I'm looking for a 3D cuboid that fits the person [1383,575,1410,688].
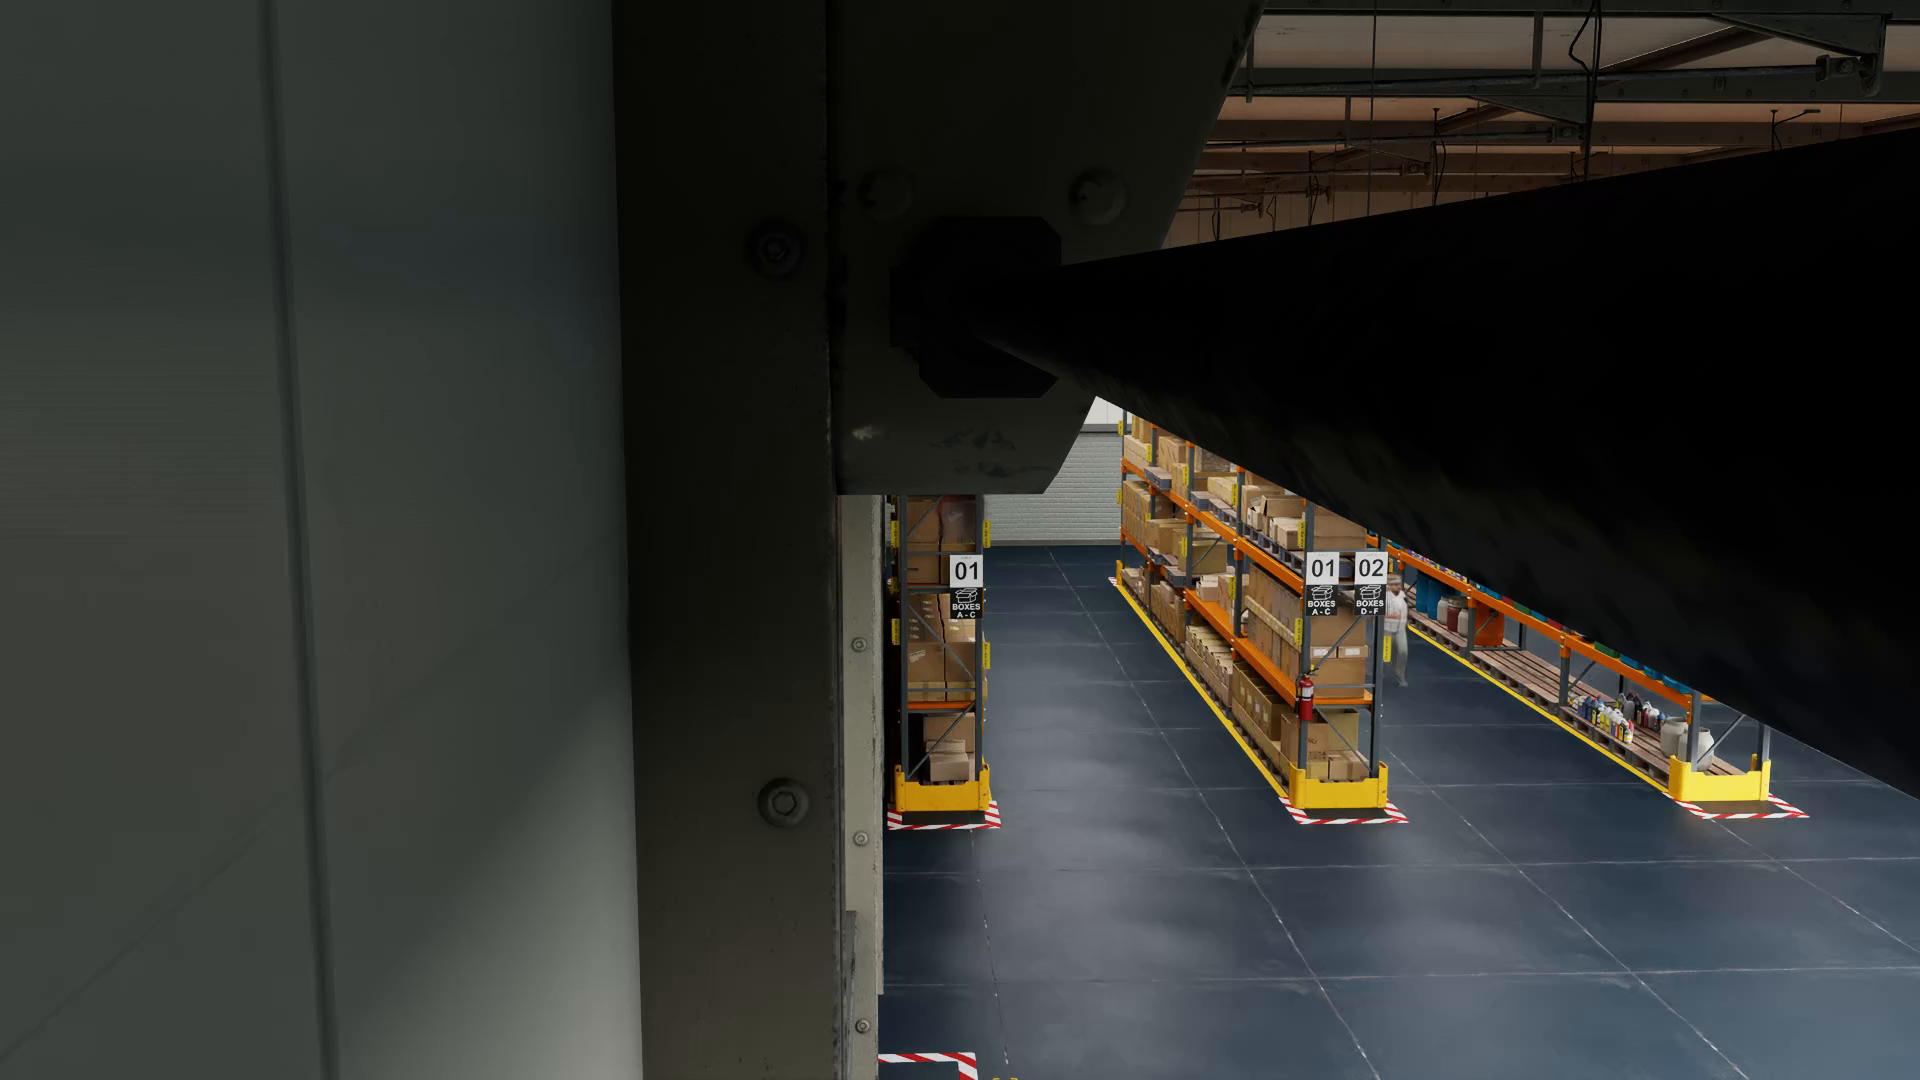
[{"bbox_3d":[7.041,1.467,27.161,0.642,1.837,0.812,-2,9,-12],"label":"person"}]
